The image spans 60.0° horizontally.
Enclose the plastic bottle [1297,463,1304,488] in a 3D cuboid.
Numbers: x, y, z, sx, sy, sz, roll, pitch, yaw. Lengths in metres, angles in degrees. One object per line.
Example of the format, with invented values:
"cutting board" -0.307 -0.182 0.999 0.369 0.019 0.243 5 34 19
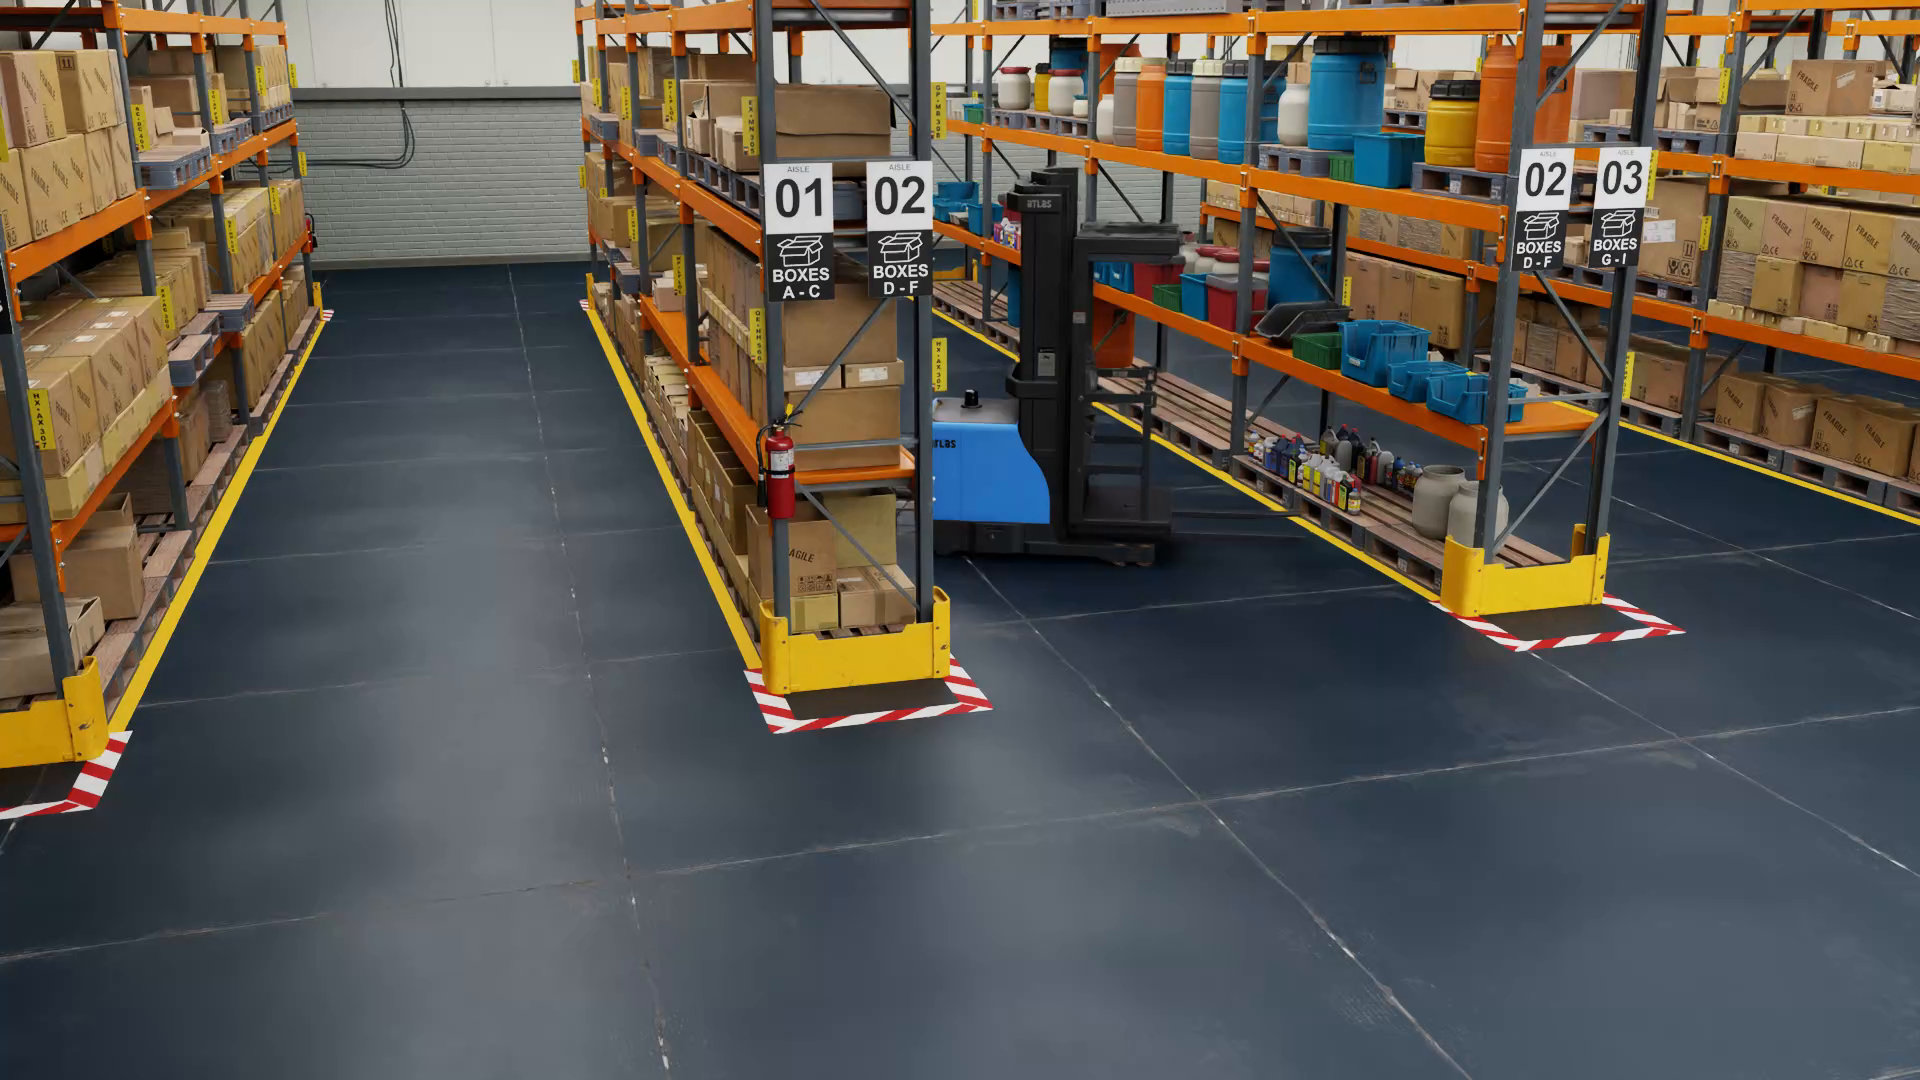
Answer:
"plastic bottle" 2.930 -0.557 14.191 0.097 0.201 0.097 0 17 0

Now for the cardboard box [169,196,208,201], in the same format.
"cardboard box" -8.556 -3.633 18.303 0.500 0.250 0.500 -5 18 -17

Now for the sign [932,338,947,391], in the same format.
"sign" -0.129 -1.072 10.165 0.100 0.325 0.005 -5 17 -15

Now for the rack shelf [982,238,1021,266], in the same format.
"rack shelf" 1.351 -3.390 20.773 1.077 0.370 4.000 -5 17 -15

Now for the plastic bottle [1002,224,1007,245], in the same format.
"plastic bottle" 0.605 -3.996 21.766 0.097 0.271 0.097 0 17 0

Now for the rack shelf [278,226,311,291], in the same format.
"rack shelf" -9.274 -3.713 21.849 1.077 0.370 4.000 -5 17 -15

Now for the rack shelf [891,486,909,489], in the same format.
"rack shelf" -0.446 -0.430 13.434 0.258 0.077 0.200 2 17 7

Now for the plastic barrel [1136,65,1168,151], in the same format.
"plastic barrel" 2.097 -4.398 16.919 0.600 0.830 0.708 -5 17 -15

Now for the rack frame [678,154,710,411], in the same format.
"rack frame" -1.764 -1.684 13.844 1.000 3.000 0.127 -5 17 -15

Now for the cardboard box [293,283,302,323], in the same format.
"cardboard box" -9.259 -3.151 22.344 0.700 0.500 0.500 -5 18 -17

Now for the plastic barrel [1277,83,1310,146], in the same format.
"plastic barrel" 2.929 -3.631 14.188 0.421 0.512 0.421 0 17 0

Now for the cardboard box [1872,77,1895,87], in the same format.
"cardboard box" 14.609 -7.235 26.440 0.396 0.266 0.258 -4 17 -13

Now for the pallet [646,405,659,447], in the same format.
"pallet" -2.674 -1.224 17.160 1.003 0.211 1.213 -5 17 -15

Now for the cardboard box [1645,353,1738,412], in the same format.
"cardboard box" 7.614 -1.651 17.315 0.700 0.500 0.500 -6 18 -20

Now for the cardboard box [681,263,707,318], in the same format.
"cardboard box" -2.386 -2.375 15.972 0.500 0.500 0.500 -6 18 -18

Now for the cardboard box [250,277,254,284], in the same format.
"cardboard box" -7.990 -2.893 18.271 0.380 0.149 0.250 -4 17 -14

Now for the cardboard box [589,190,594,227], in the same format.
"cardboard box" -5.046 -4.765 23.928 0.500 0.500 0.500 -5 17 -16

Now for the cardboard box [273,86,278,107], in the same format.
"cardboard box" -8.935 -5.613 21.068 0.500 0.250 0.500 -5 17 -17

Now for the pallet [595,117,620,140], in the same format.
"pallet" -3.563 -4.771 19.233 1.213 0.211 1.003 -5 17 -15

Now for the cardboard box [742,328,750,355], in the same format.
"cardboard box" -1.310 -1.385 11.547 0.380 0.149 0.250 -4 17 -14

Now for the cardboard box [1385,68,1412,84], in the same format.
"cardboard box" 5.733 -6.205 22.777 0.700 0.500 0.500 -4 17 -14

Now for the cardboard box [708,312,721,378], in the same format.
"cardboard box" -1.636 -1.610 13.423 0.700 0.500 0.500 -5 17 -17

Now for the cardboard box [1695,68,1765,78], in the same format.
"cardboard box" 10.659 -6.293 23.063 0.797 0.503 0.637 -5 17 -16

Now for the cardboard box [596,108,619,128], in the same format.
"cardboard box" -4.352 -5.375 21.179 0.500 0.250 0.500 -5 17 -15

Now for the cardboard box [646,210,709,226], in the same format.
"cardboard box" -3.212 -3.473 18.895 0.700 0.500 0.500 -1 17 -5

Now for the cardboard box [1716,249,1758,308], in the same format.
"cardboard box" 7.826 -2.527 15.960 0.875 0.500 0.500 -5 17 -15

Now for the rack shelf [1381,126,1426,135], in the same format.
"rack shelf" 6.113 -5.218 21.645 1.077 0.370 4.000 -5 17 -15

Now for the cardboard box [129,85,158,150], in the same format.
"cardboard box" -6.938 -3.476 13.691 0.500 0.500 0.500 -5 18 -17

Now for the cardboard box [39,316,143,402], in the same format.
"cardboard box" -5.828 -1.204 11.169 0.500 0.500 0.500 -5 17 -17

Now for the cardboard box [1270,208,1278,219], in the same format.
"cardboard box" 4.882 -4.902 24.993 0.380 0.149 0.250 -4 17 -14

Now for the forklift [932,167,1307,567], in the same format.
"forklift" 1.200 -1.362 12.892 3.031 2.935 1.130 2 17 7

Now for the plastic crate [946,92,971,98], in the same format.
"plastic crate" -0.142 -6.356 24.293 0.504 0.338 0.767 -5 17 -15

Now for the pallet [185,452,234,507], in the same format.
"pallet" -7.080 -0.509 14.780 1.003 0.211 1.213 -5 17 -15

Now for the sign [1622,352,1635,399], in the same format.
"sign" 4.629 -1.143 11.562 0.100 0.325 0.005 -5 17 -15

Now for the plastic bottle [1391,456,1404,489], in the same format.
"plastic bottle" 3.723 -0.577 14.136 0.097 0.271 0.097 0 17 0

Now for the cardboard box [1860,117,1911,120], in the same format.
"cardboard box" 8.368 -3.737 15.032 0.380 0.149 0.250 -5 18 -17

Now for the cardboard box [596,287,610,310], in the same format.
"cardboard box" -4.910 -3.448 23.730 0.500 0.250 0.500 -5 17 -15

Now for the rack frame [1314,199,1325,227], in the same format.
"rack frame" 5.564 -4.679 23.815 1.000 3.000 0.127 -5 17 -15

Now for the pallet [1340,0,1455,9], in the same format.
"pallet" 3.592 -4.102 12.489 1.003 0.211 1.213 -5 17 -15

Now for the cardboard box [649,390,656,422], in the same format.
"cardboard box" -2.863 -1.368 16.840 0.500 0.250 0.500 -5 17 -17

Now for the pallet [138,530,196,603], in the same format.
"pallet" -6.307 0.227 12.329 1.003 0.211 1.213 -5 17 -15

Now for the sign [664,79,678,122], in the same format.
"sign" -2.283 -3.473 13.141 0.100 0.325 0.005 -5 17 -15

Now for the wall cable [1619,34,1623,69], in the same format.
"wall cable" 12.883 -11.052 34.603 2.355 3.000 0.029 -5 17 -15

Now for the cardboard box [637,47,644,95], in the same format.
"cardboard box" -3.257 -5.157 18.280 0.500 0.500 0.500 -5 17 -15

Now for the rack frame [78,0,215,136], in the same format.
"rack frame" -7.625 -5.271 15.357 1.000 3.000 0.127 -5 17 -15

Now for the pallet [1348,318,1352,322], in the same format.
"pallet" 5.848 -3.136 23.525 1.003 0.211 1.213 -5 17 -15

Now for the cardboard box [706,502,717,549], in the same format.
"cardboard box" -1.663 -0.139 12.749 0.500 0.250 0.500 -5 17 -15

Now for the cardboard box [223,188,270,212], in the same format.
"cardboard box" -8.350 -3.954 19.373 0.500 0.250 0.500 -4 17 -14

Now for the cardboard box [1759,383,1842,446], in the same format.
"cardboard box" 7.998 -1.198 15.843 0.500 0.500 0.500 1 17 2

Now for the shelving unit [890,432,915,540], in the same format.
"shelving unit" -0.446 -0.462 13.425 0.258 0.900 0.210 2 17 7

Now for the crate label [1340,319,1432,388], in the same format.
"crate label" 3.333 -1.473 13.080 0.502 0.435 0.616 -5 17 -15

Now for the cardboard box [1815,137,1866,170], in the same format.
"cardboard box" 7.916 -3.402 14.610 0.500 0.250 0.500 -5 18 -17

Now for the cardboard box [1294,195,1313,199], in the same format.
"cardboard box" 5.180 -5.215 24.039 0.500 0.500 0.500 -4 17 -14

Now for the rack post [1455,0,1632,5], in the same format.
"rack post" 4.014 -3.821 11.399 0.937 0.300 0.954 -3 17 -9
